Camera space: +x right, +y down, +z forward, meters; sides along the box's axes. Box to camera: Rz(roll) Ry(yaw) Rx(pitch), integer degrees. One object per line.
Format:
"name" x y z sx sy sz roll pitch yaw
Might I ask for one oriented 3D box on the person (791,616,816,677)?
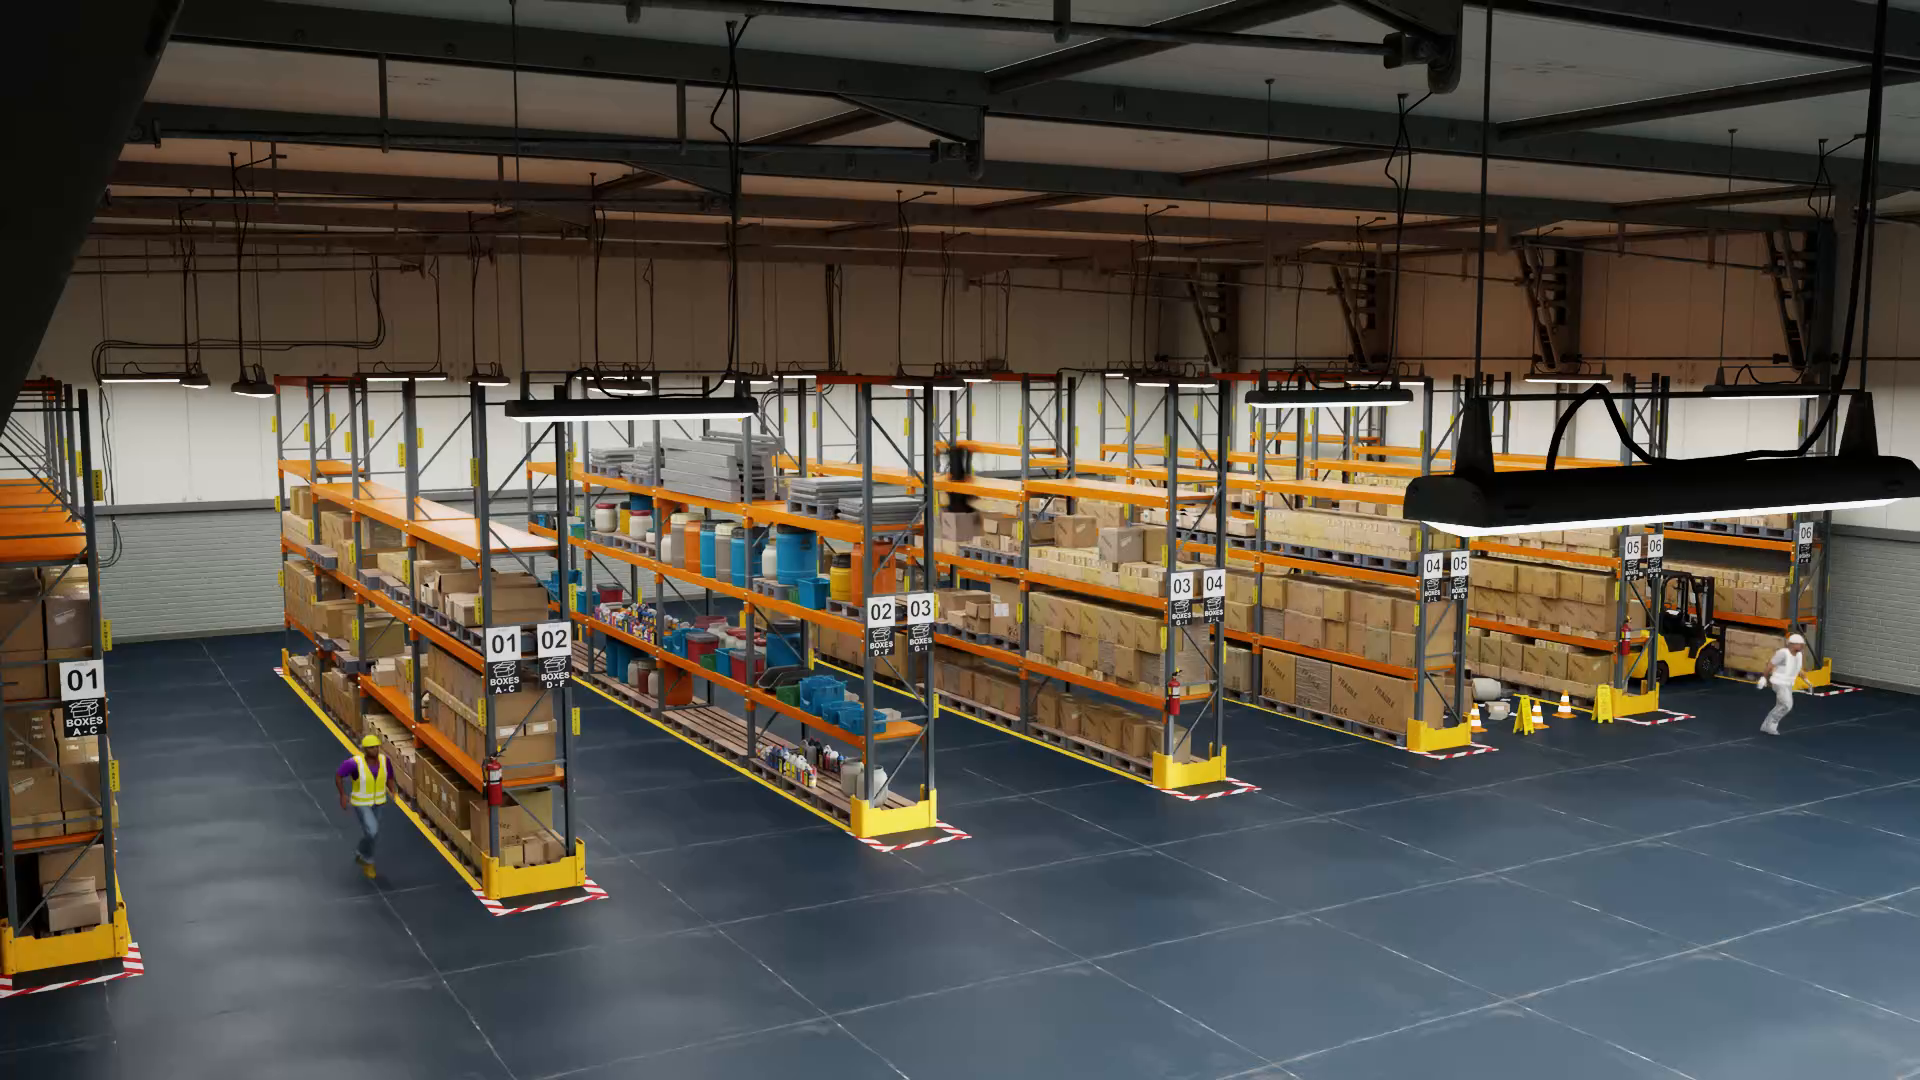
"person" -3.061 1.965 32.368 0.535 1.691 0.780 -3 7 -28

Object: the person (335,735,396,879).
"person" -7.250 3.252 20.386 0.824 1.777 0.645 6 8 41

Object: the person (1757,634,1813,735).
"person" 13.820 2.421 27.844 0.673 1.728 0.714 -4 8 -35
